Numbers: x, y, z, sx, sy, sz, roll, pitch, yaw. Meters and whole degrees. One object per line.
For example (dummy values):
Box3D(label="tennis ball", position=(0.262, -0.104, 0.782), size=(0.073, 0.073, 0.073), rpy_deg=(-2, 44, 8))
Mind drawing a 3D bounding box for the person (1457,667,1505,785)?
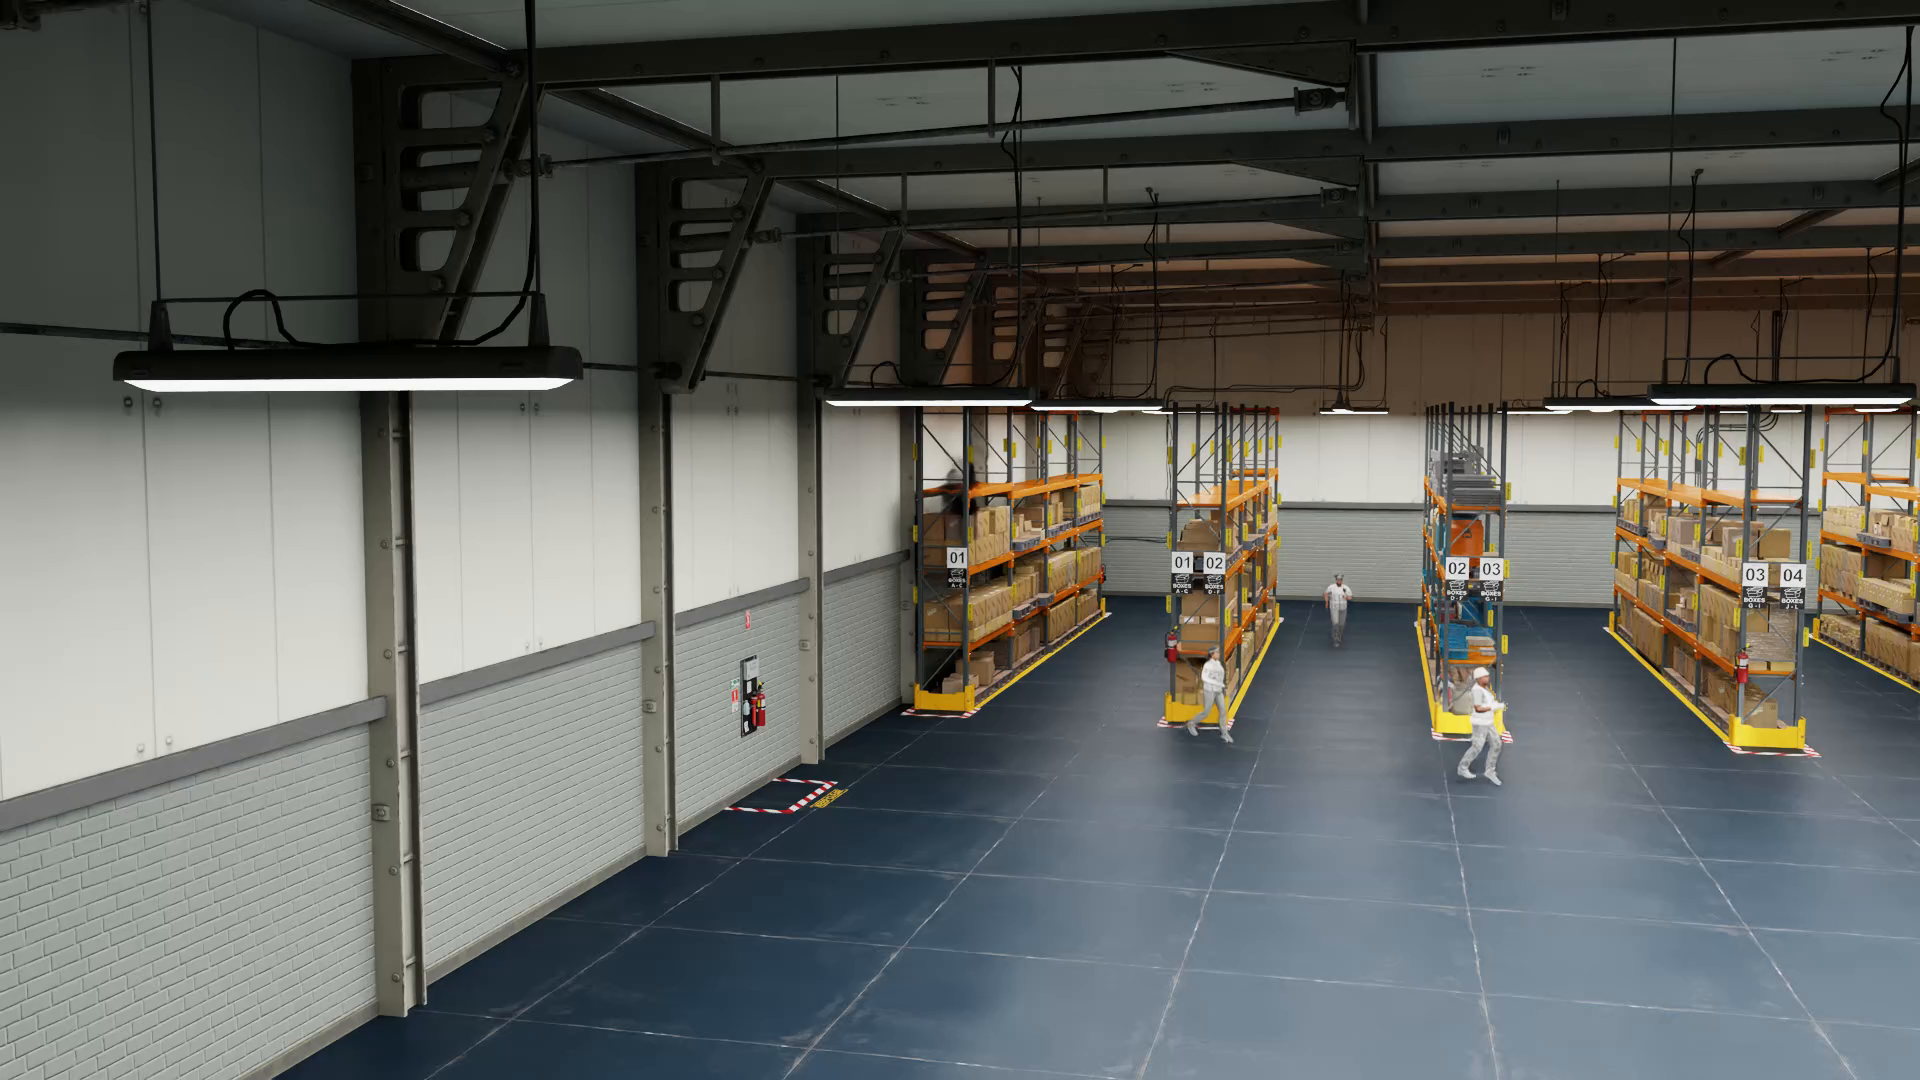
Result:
Box3D(label="person", position=(8.168, 2.911, 25.994), size=(0.733, 1.841, 0.657), rpy_deg=(3, 5, 35))

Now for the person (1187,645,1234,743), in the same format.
Box3D(label="person", position=(4.482, 2.696, 29.448), size=(0.946, 1.696, 0.653), rpy_deg=(4, 6, 41))

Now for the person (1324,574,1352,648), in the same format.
Box3D(label="person", position=(9.494, 1.752, 41.711), size=(0.642, 1.834, 0.854), rpy_deg=(0, 4, 0))
